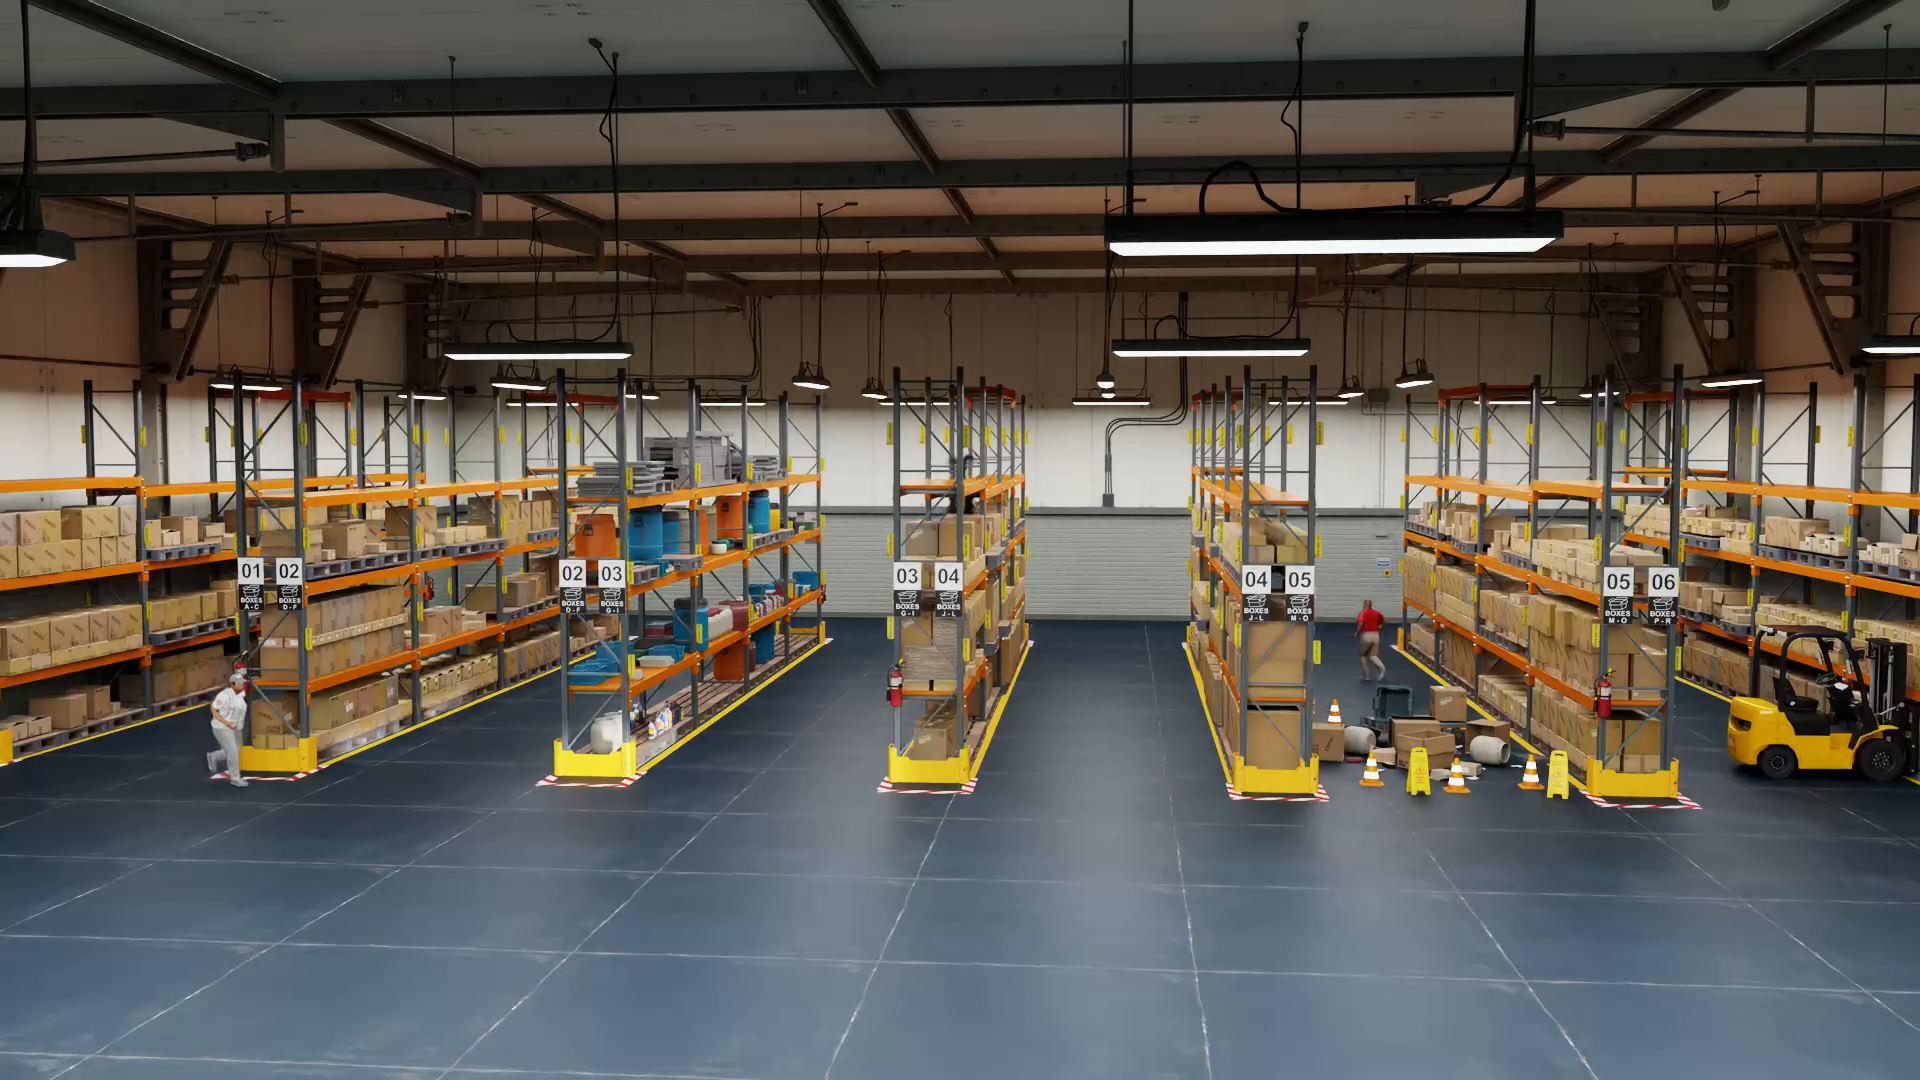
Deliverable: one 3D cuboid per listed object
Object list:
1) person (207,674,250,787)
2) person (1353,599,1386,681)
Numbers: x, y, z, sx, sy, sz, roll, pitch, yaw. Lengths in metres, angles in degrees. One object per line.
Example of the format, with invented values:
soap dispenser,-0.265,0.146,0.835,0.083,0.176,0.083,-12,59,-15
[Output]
person,-10.556,2.723,23.897,0.816,1.634,0.590,2,4,26
person,8.437,2.057,34.024,0.665,1.676,0.760,-1,4,-15
